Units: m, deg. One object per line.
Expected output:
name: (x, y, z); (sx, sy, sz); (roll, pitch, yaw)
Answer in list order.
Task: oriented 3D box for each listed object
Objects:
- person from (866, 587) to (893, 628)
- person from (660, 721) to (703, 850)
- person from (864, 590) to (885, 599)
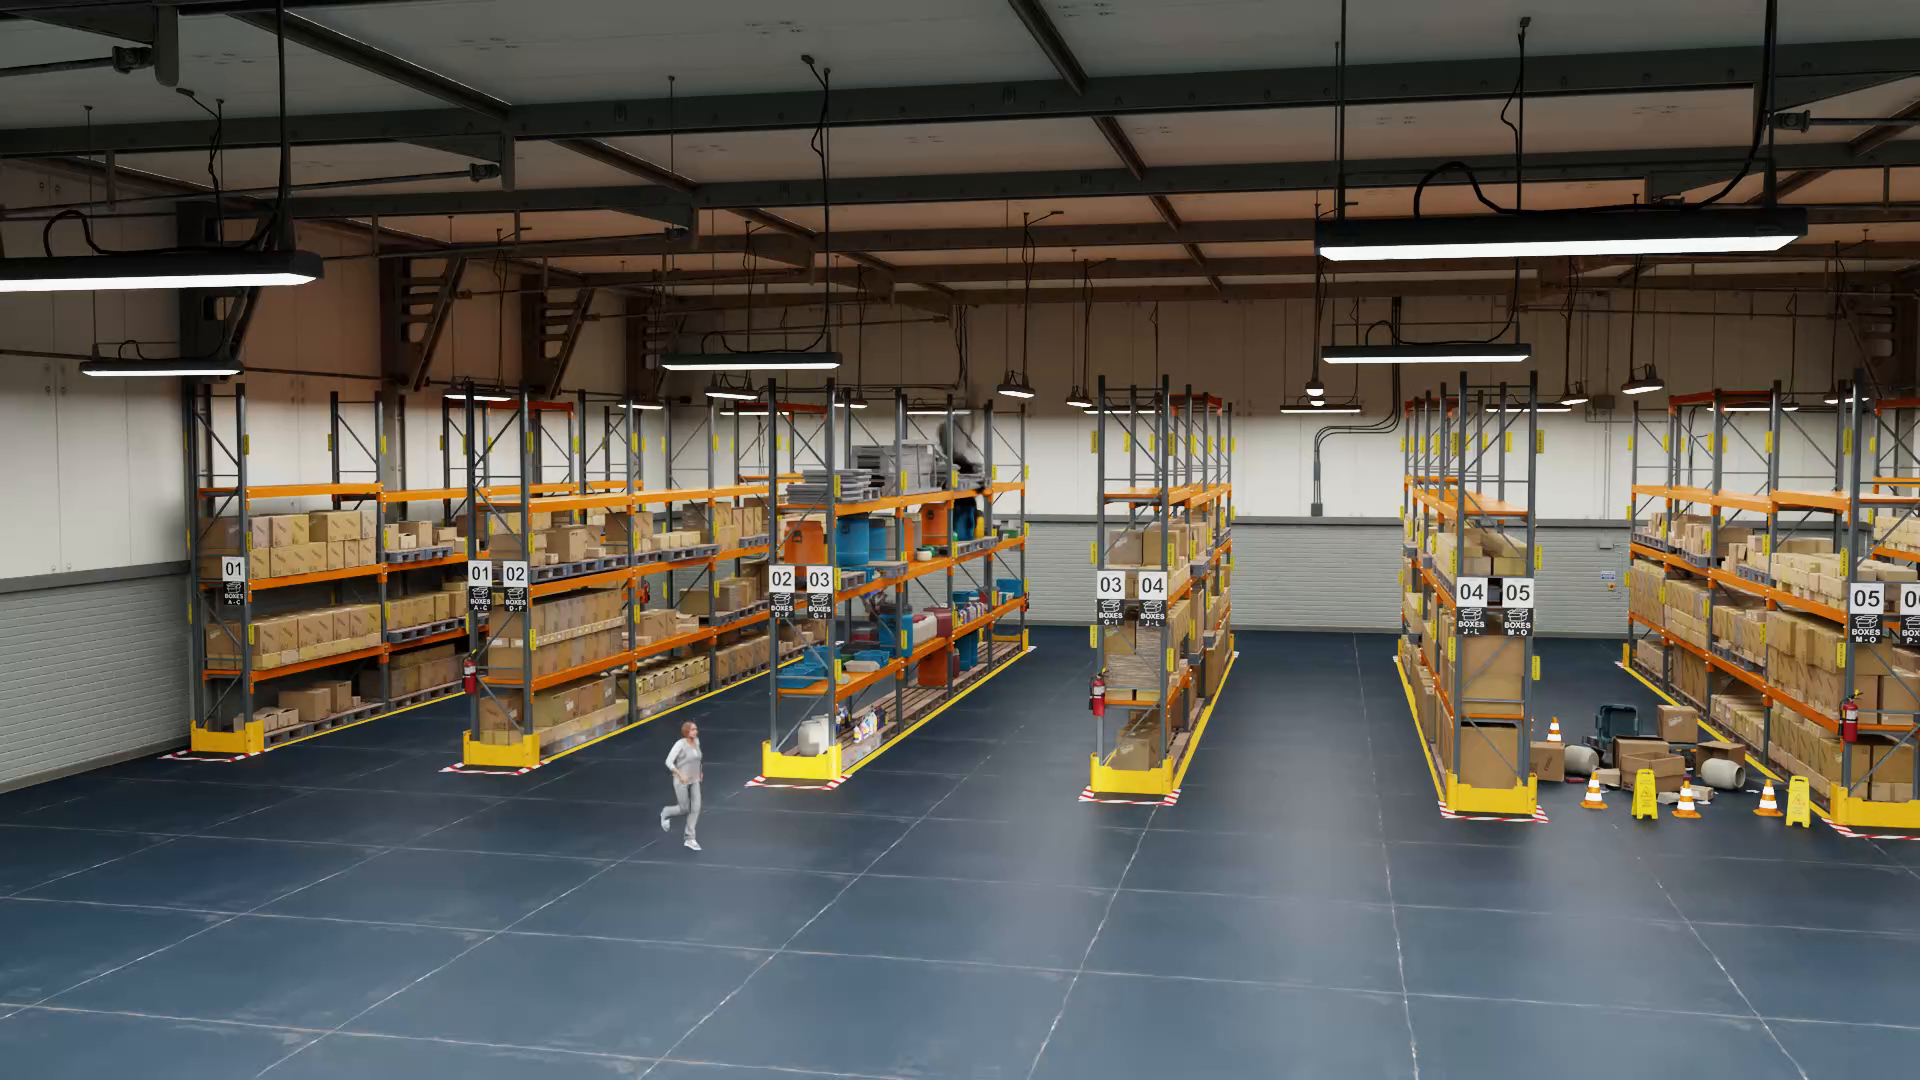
person: (-1.724, 1.788, 35.566); (0.645, 1.745, 0.835); (1, 3, 14)
person: (-3.461, 3.041, 20.821); (0.728, 1.580, 0.532); (2, 4, 36)
person: (-2.123, 1.917, 41.798); (0.569, 1.461, 0.747); (-1, 3, -21)
